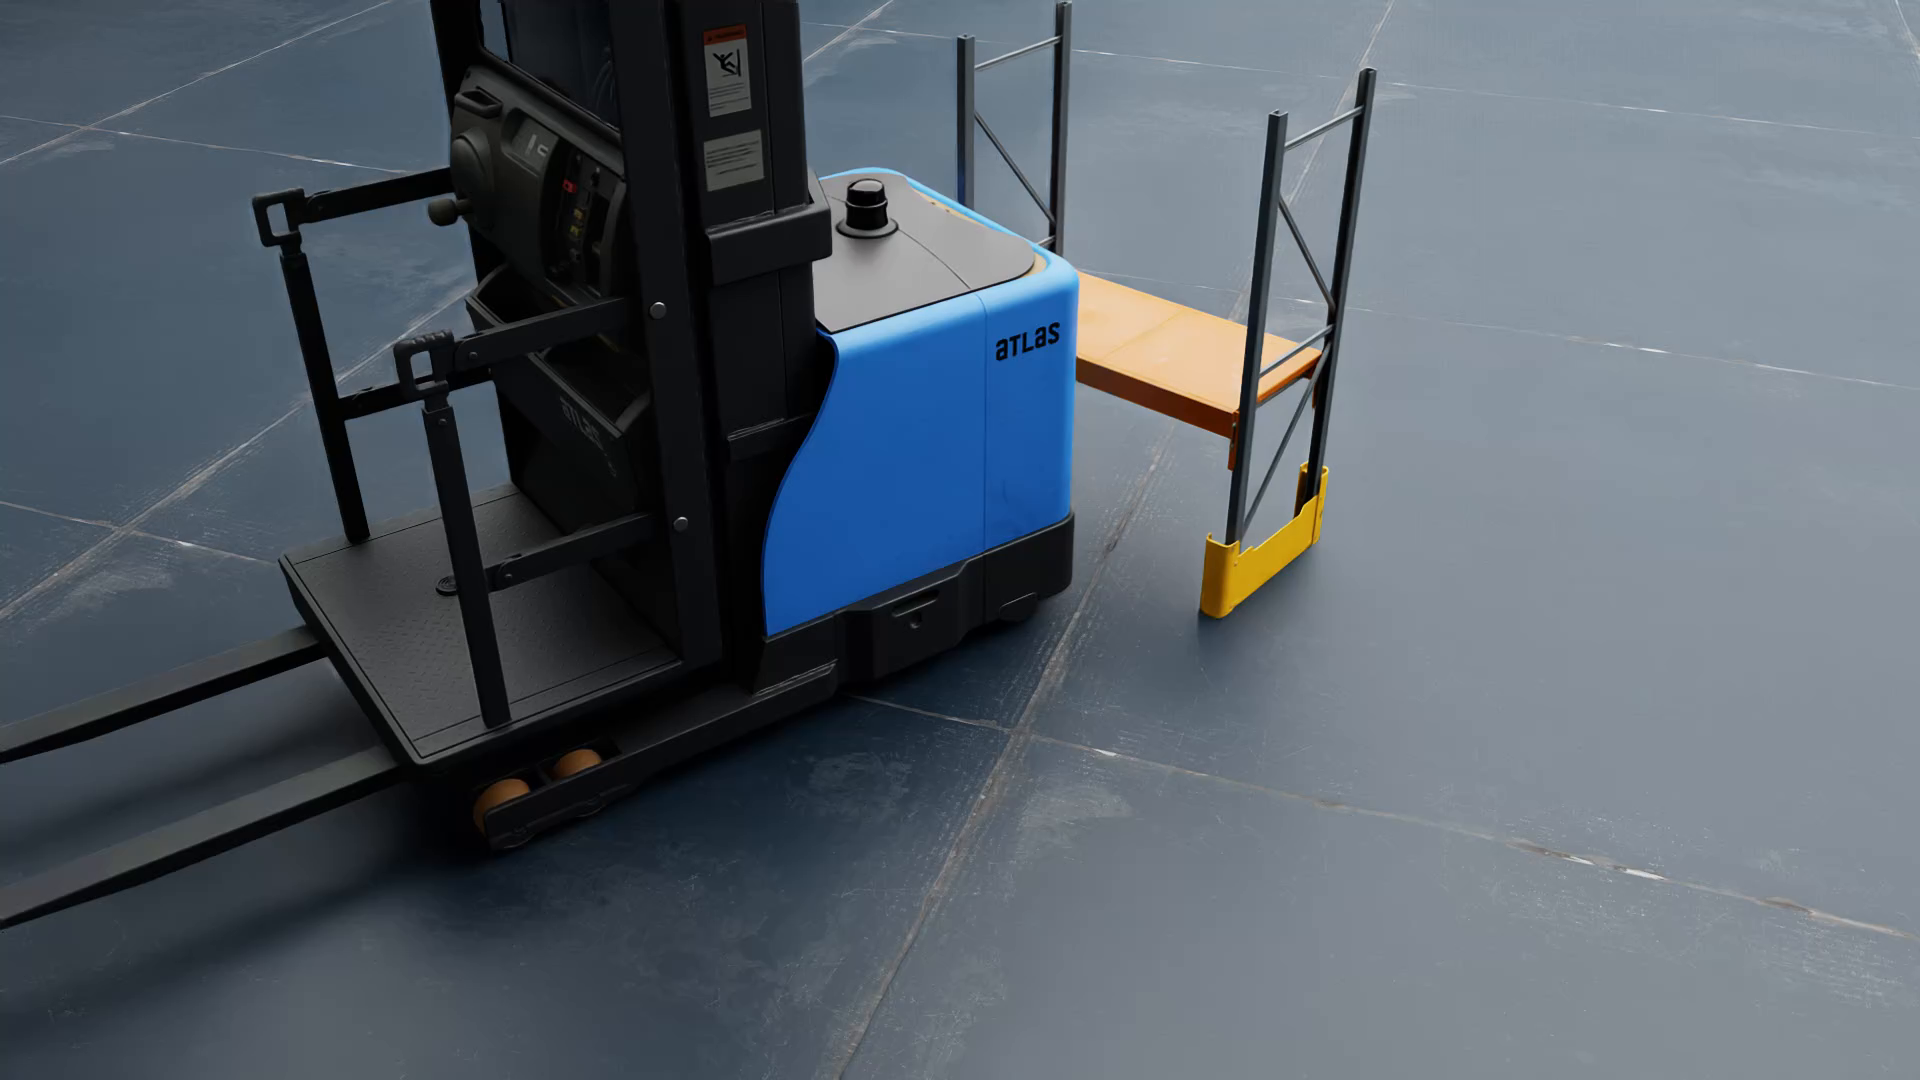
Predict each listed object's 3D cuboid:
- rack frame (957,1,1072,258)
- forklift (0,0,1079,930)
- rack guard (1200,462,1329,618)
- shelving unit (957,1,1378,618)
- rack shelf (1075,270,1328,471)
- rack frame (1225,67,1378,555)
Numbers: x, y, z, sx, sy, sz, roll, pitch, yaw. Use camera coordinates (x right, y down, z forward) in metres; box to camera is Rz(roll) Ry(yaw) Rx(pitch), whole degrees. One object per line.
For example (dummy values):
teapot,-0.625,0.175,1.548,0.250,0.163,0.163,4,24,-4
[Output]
rack frame,0.164,-0.882,5.234,0.032,1.500,0.500,25,40,33
forklift,-1.163,-0.803,3.791,3.031,2.935,1.130,-21,38,-29
rack guard,0.924,-0.007,5.031,0.087,0.250,0.587,25,40,33
shelving unit,0.545,-0.707,4.962,1.083,1.500,0.587,25,40,33
rack shelf,0.552,-0.553,5.055,1.000,0.185,0.538,25,40,33
rack frame,0.939,-0.525,4.681,0.032,1.500,0.500,25,40,33
